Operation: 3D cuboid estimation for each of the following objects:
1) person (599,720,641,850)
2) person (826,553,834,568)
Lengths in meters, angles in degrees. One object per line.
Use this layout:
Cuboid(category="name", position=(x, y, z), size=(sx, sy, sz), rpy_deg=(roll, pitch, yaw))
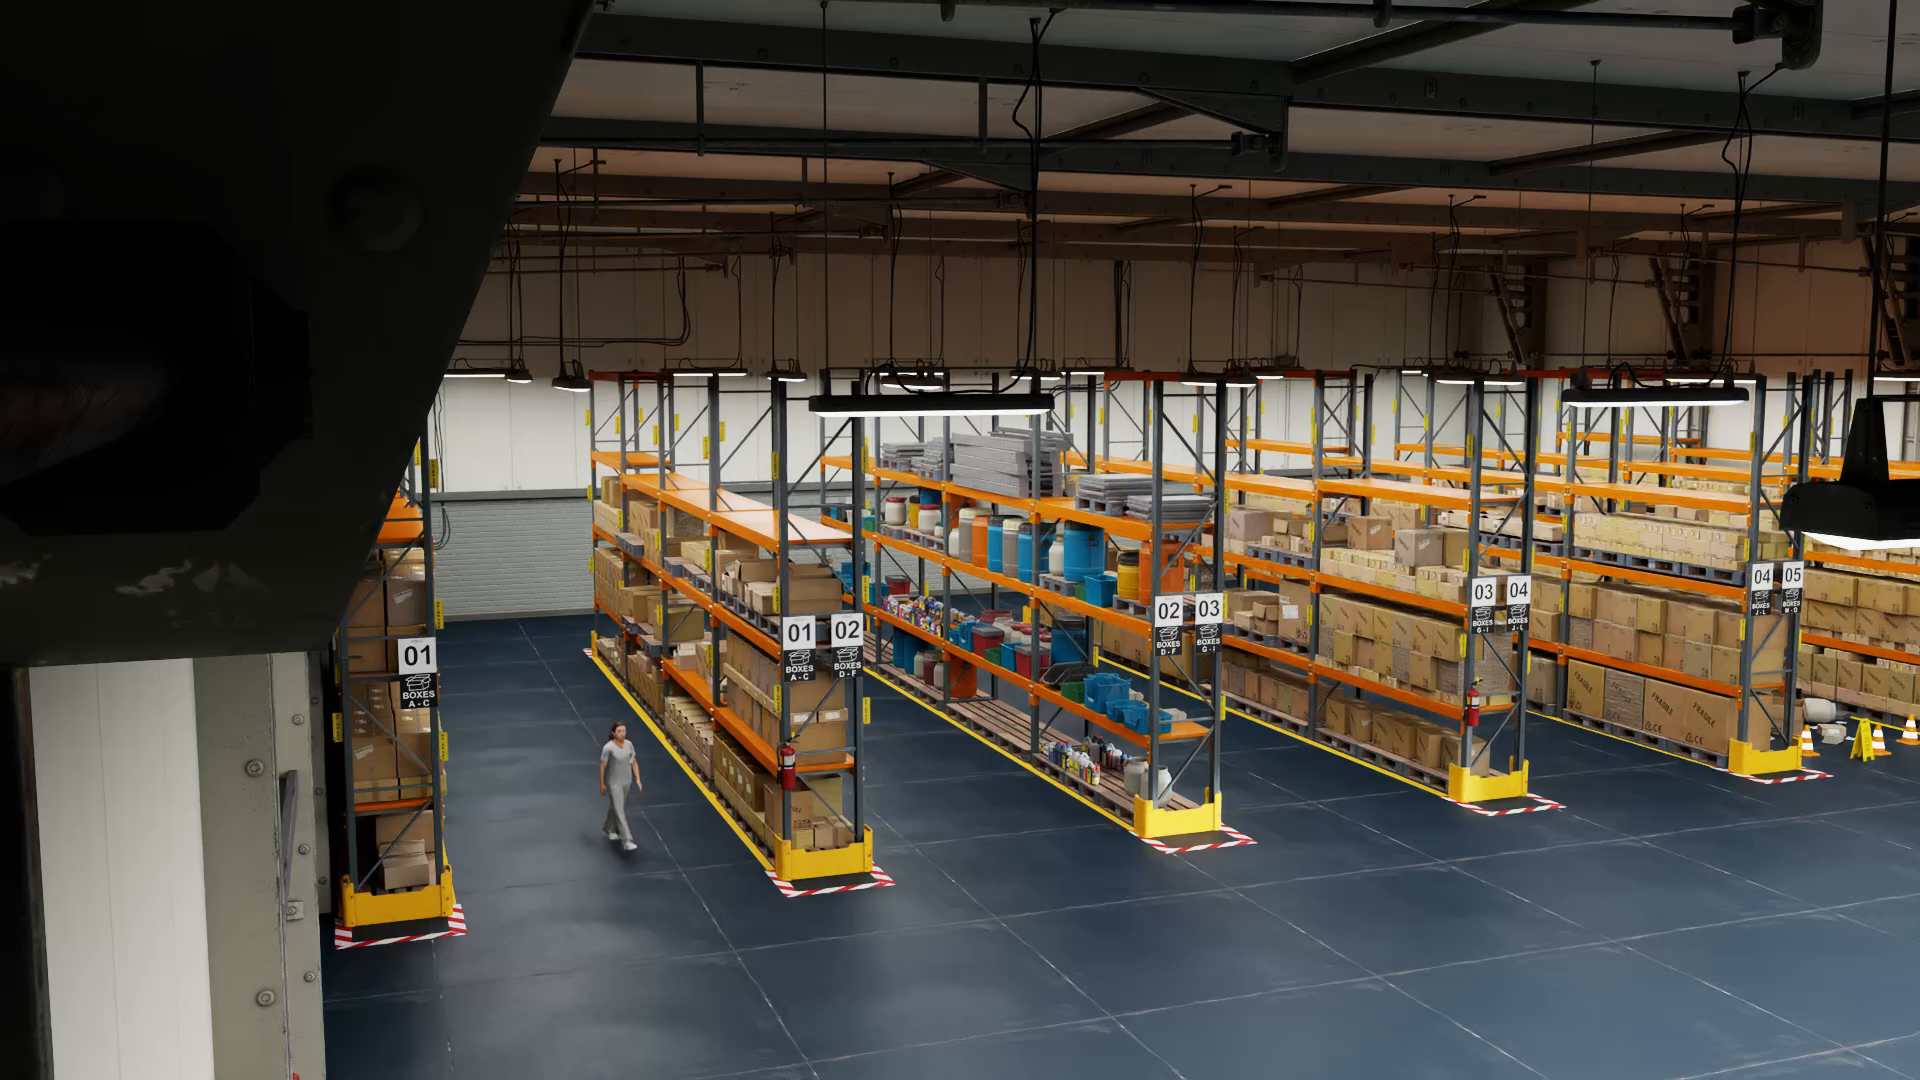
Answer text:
Cuboid(category="person", position=(-4.332, 3.124, 21.340), size=(1.042, 1.612, 0.486), rpy_deg=(6, 8, 41))
Cuboid(category="person", position=(-3.109, 1.156, 38.912), size=(0.410, 1.695, 0.504), rpy_deg=(0, 6, -4))
